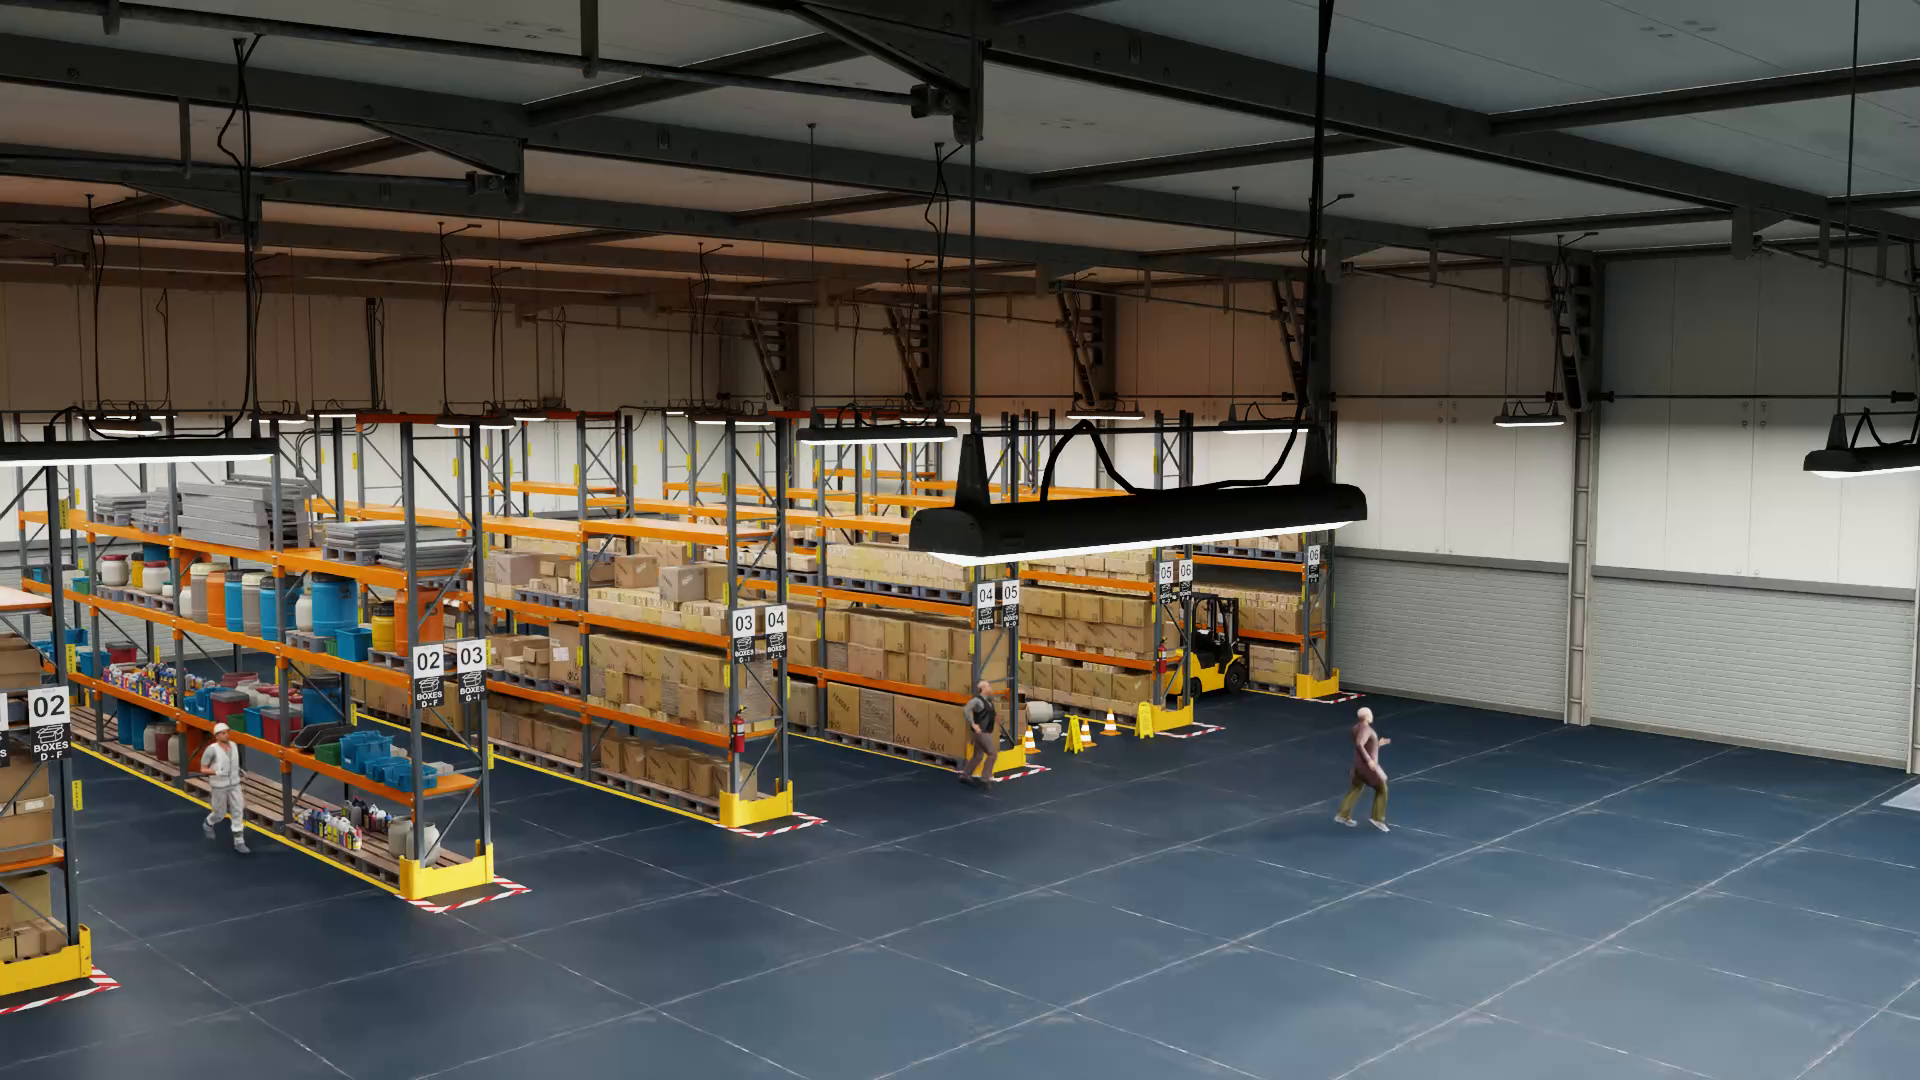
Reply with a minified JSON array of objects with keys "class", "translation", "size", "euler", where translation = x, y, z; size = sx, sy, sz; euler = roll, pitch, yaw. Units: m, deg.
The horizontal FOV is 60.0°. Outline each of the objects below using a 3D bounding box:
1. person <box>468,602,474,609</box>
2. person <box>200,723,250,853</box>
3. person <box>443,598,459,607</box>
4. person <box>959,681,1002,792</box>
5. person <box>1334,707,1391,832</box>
[{"class":"person","translation":[-11.056,2.222,37.433],"size":[0.657,1.815,0.725],"euler":[-5,7,-43]},{"class":"person","translation":[-10.199,3.417,23.073],"size":[0.985,1.776,0.654],"euler":[4,6,36]},{"class":"person","translation":[-12.004,2.063,39.032],"size":[0.768,1.729,1.050],"euler":[1,5,11]},{"class":"person","translation":[0.345,3.259,26.914],"size":[0.696,1.558,0.658],"euler":[1,5,12]},{"class":"person","translation":[5.864,3.346,24.142],"size":[0.855,1.845,0.672],"euler":[-1,5,-16]}]
